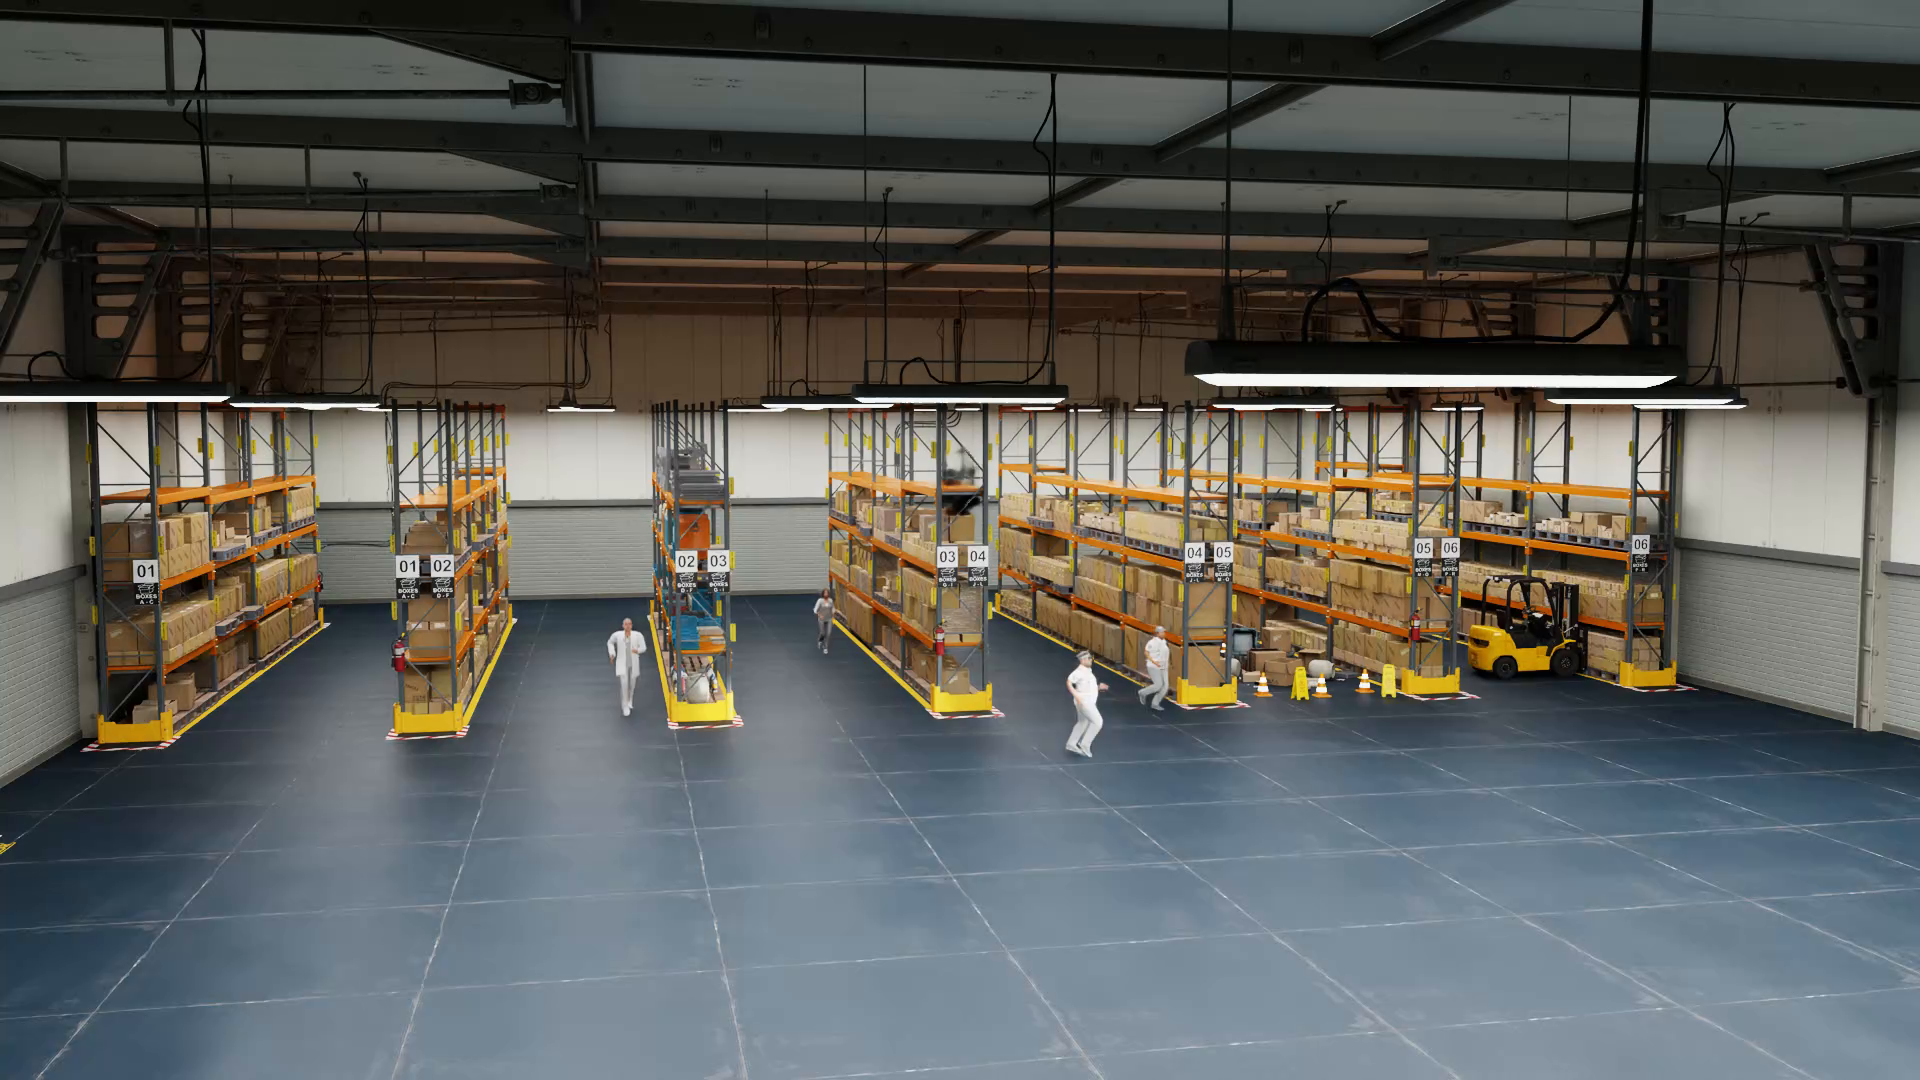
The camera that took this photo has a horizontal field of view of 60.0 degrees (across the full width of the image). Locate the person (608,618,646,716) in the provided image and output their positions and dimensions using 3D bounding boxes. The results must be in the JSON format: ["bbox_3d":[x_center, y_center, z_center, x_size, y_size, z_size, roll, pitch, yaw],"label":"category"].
[{"bbox_3d":[-6.381,2.401,31.931,0.687,1.801,0.981,-2,5,-20],"label":"person"}]

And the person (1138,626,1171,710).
[{"bbox_3d":[3.829,2.484,32.401,0.541,1.629,0.631,4,6,43],"label":"person"}]

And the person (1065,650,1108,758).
[{"bbox_3d":[2.123,2.747,27.903,0.733,1.818,0.632,1,4,11],"label":"person"}]

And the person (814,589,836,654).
[{"bbox_3d":[-3.237,1.946,39.915,0.530,1.544,0.537,-2,5,-20],"label":"person"}]
